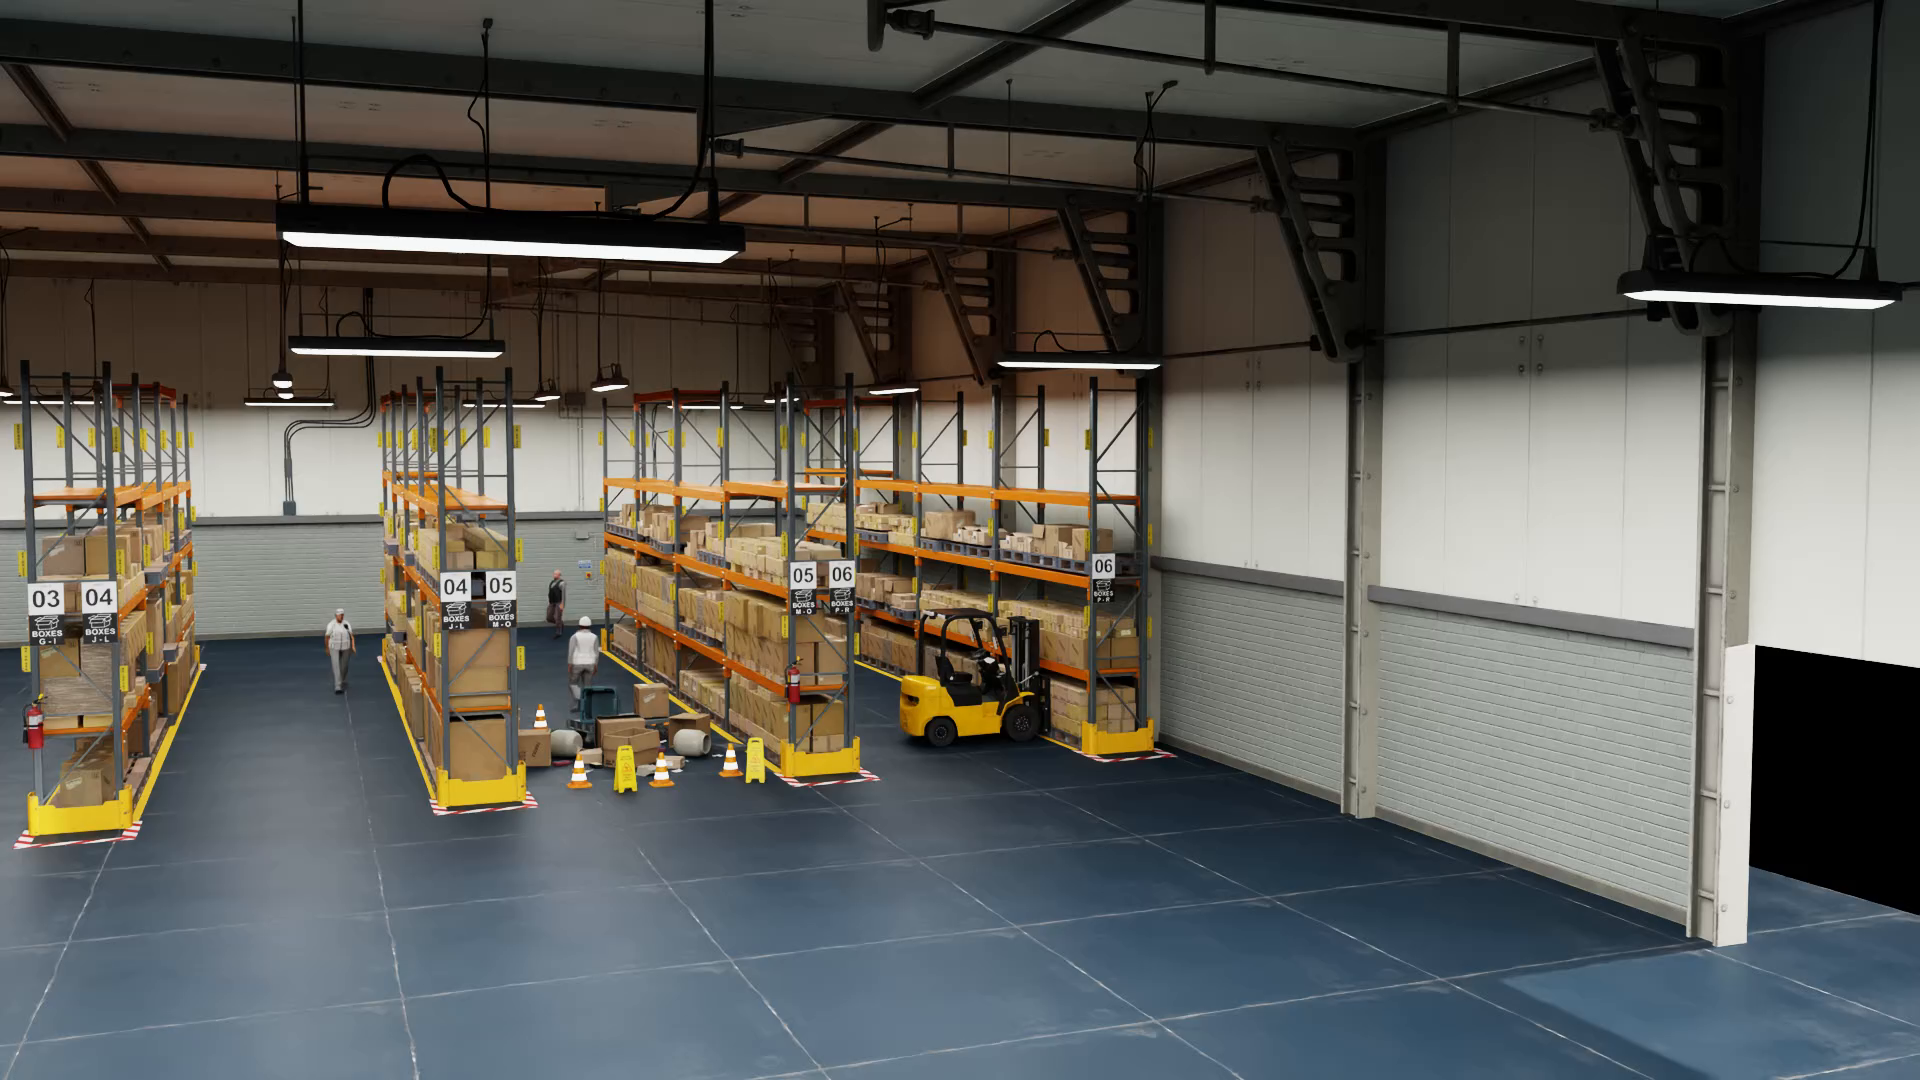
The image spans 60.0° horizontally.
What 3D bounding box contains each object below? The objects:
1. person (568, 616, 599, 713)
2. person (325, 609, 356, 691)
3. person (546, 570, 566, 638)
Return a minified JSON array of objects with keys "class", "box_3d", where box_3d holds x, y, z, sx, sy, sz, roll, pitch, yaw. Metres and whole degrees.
[{"class":"person","box_3d":[-6.865,2.282,30.343,0.565,1.771,0.464,-1,4,-22]},{"class":"person","box_3d":[-12.444,2.174,33.391,0.568,1.605,1.022,-2,4,-24]},{"class":"person","box_3d":[-10.157,1.607,41.979,0.552,1.709,0.556,2,4,31]}]
